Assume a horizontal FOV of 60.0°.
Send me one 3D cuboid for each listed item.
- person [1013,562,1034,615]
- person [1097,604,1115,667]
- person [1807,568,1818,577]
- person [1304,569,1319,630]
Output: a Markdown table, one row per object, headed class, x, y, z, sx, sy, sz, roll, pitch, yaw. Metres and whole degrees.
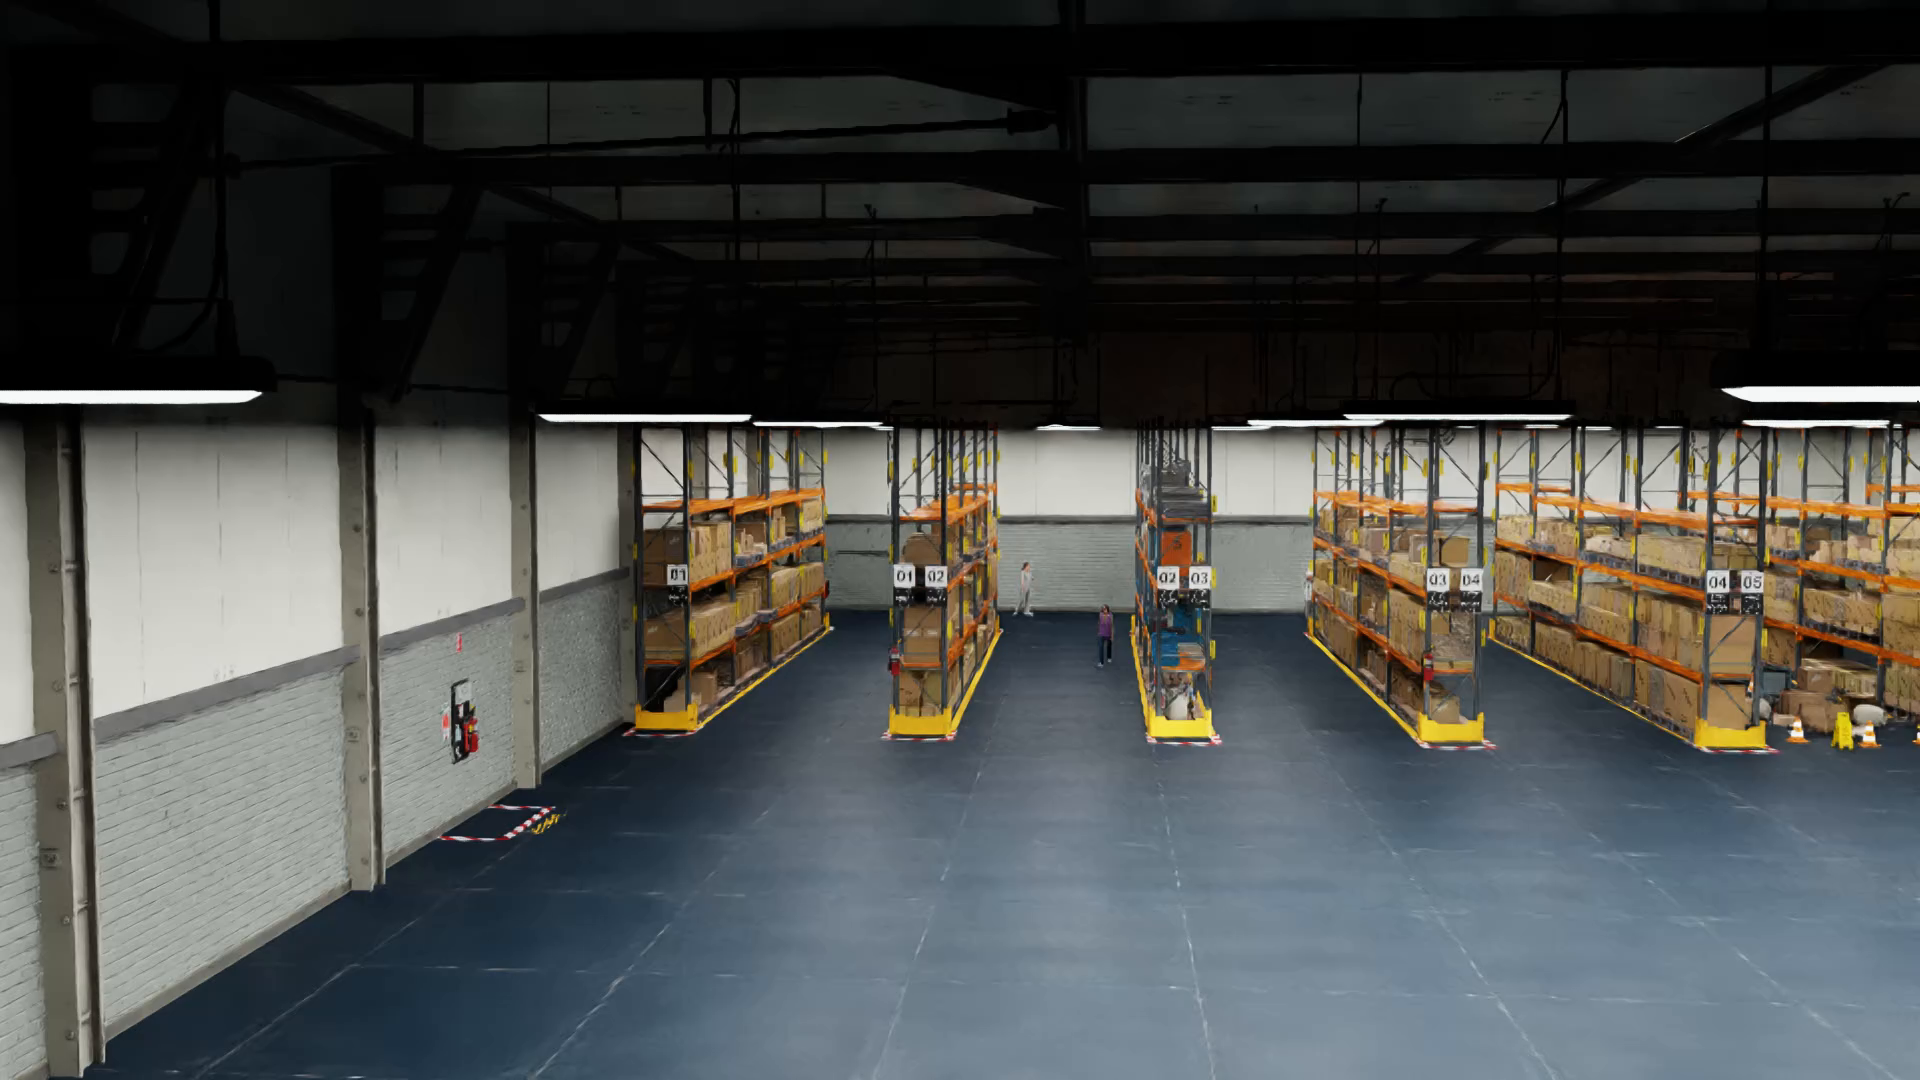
| class | x | y | z | sx | sy | sz | roll | pitch | yaw |
| --- | --- | --- | --- | --- | --- | --- | --- | --- | --- |
| person | 1.952 | 1.511 | 51.878 | 0.641 | 1.667 | 0.458 | -4 | 5 | -44 |
| person | 3.561 | 2.303 | 40.513 | 0.419 | 1.514 | 1.042 | 1 | 4 | 9 |
| person | 25.640 | 1.640 | 49.970 | 0.521 | 1.658 | 0.545 | 3 | 5 | 41 |
| person | 10.214 | 1.711 | 48.074 | 0.569 | 1.761 | 0.562 | 3 | 5 | 42 |
